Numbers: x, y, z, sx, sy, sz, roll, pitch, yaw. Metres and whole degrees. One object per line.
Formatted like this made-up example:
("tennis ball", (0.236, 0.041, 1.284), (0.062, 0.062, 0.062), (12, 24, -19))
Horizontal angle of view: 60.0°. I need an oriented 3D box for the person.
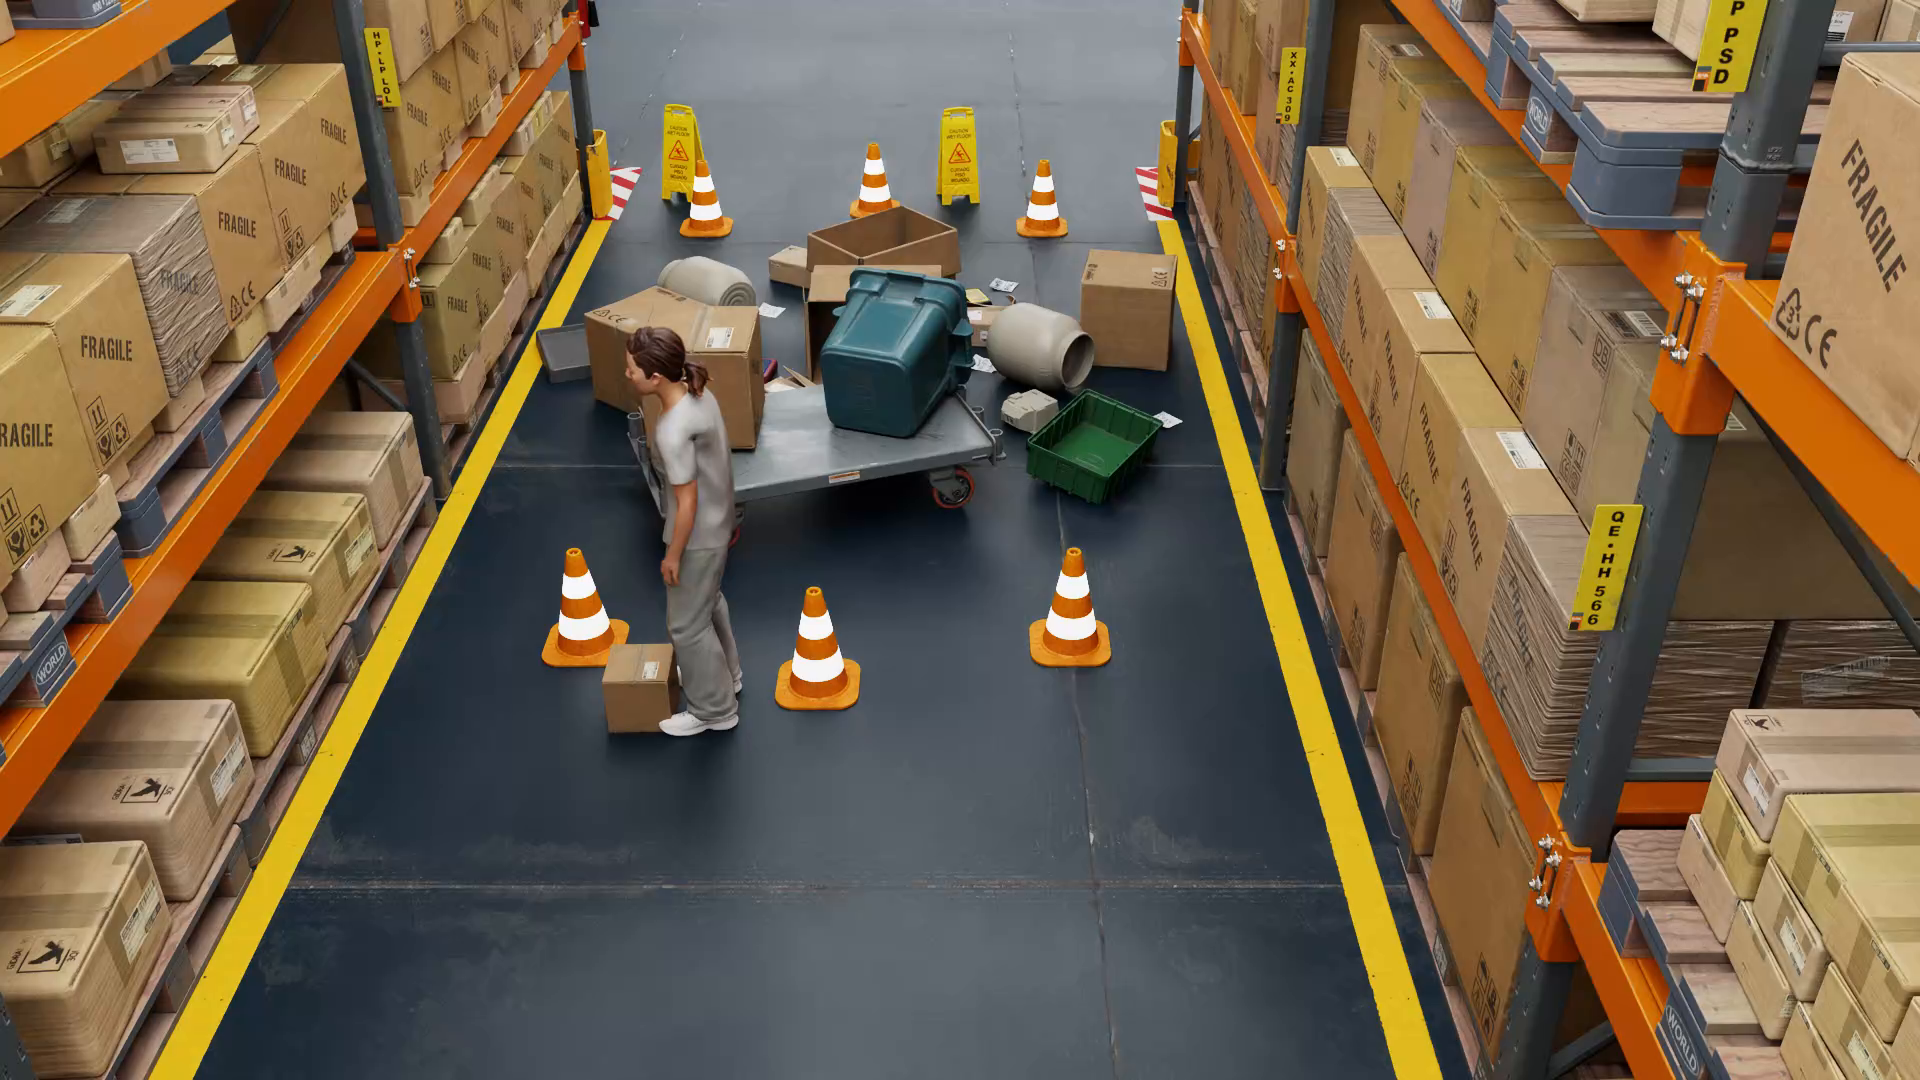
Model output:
("person", (-1.007, -0.029, 6.185), (0.356, 1.670, 0.487), (0, 32, 0))
